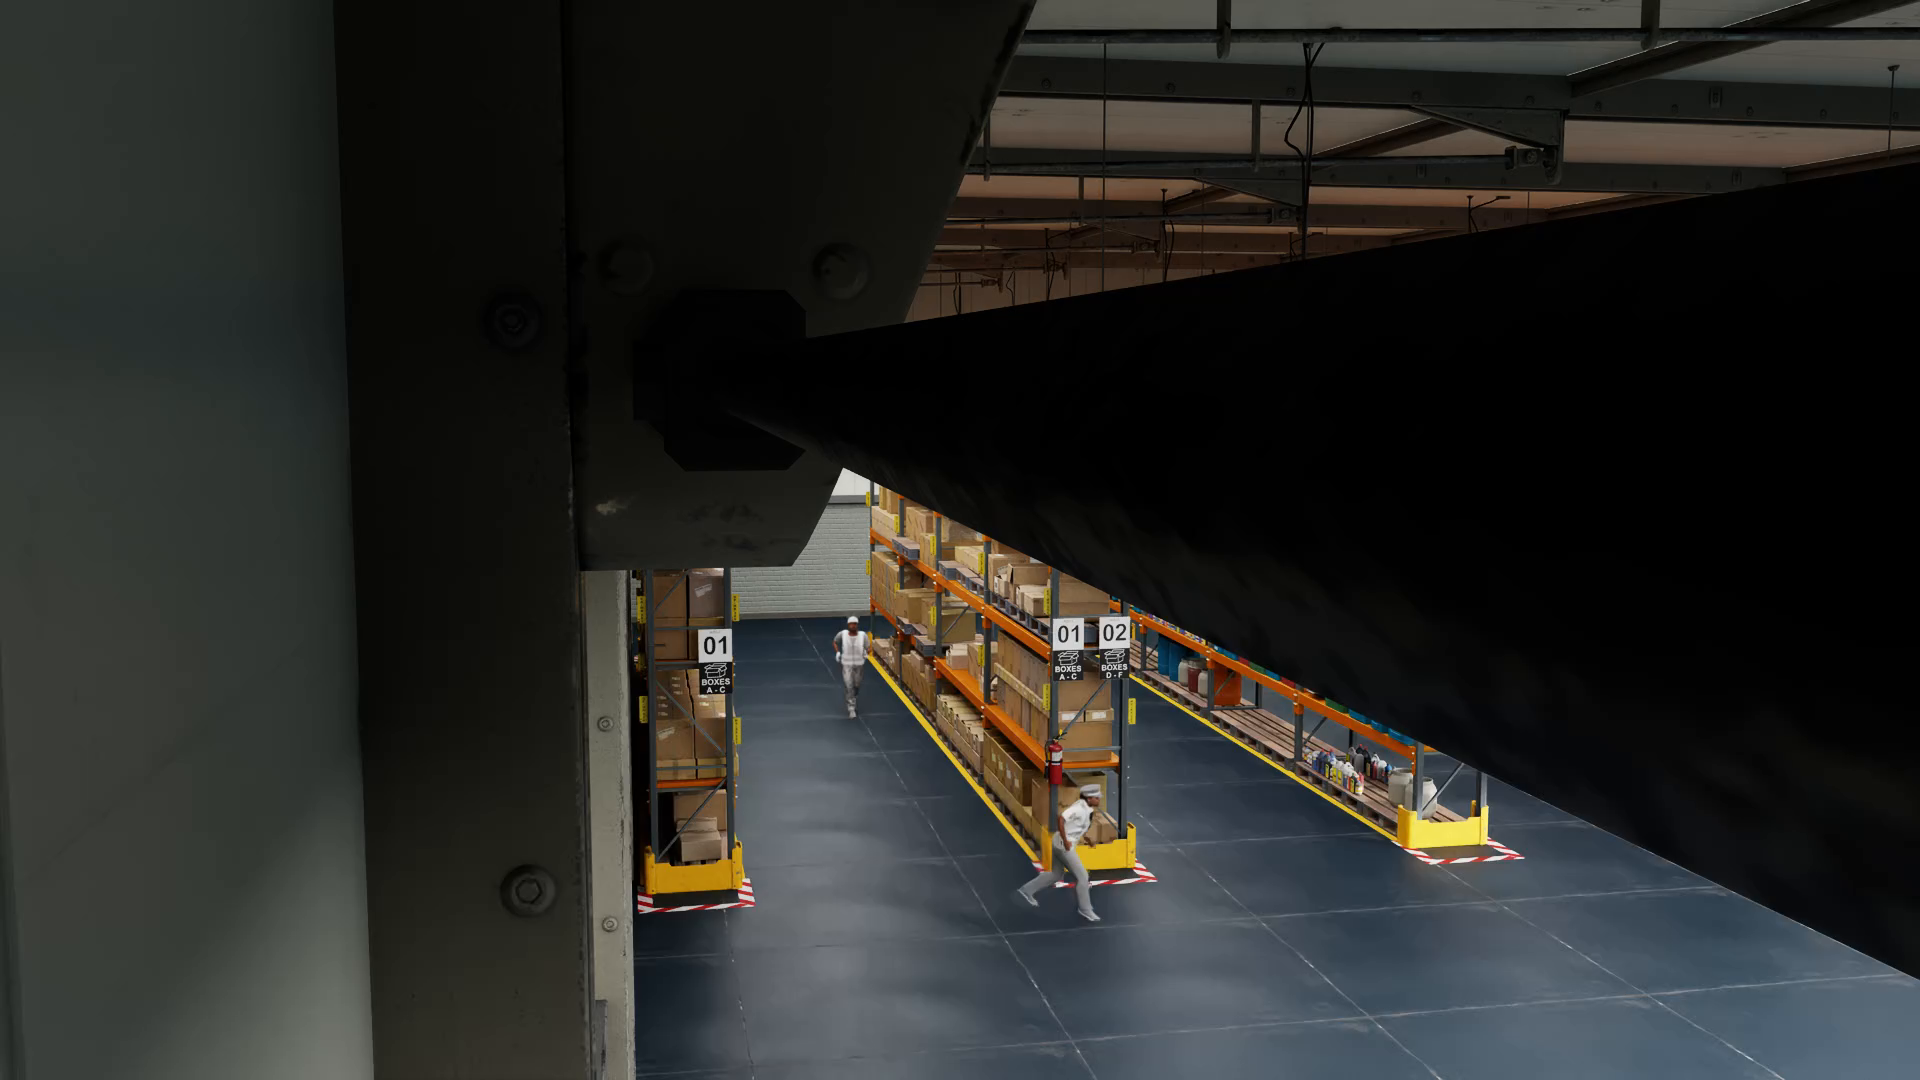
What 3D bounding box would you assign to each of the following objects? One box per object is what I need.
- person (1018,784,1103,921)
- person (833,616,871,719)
[{"bbox_3d":[1.142,3.578,19.072,0.986,1.627,0.612,2,6,17],"label":"person"},{"bbox_3d":[-1.945,2.275,30.249,0.681,1.792,0.990,-1,6,-11],"label":"person"}]
